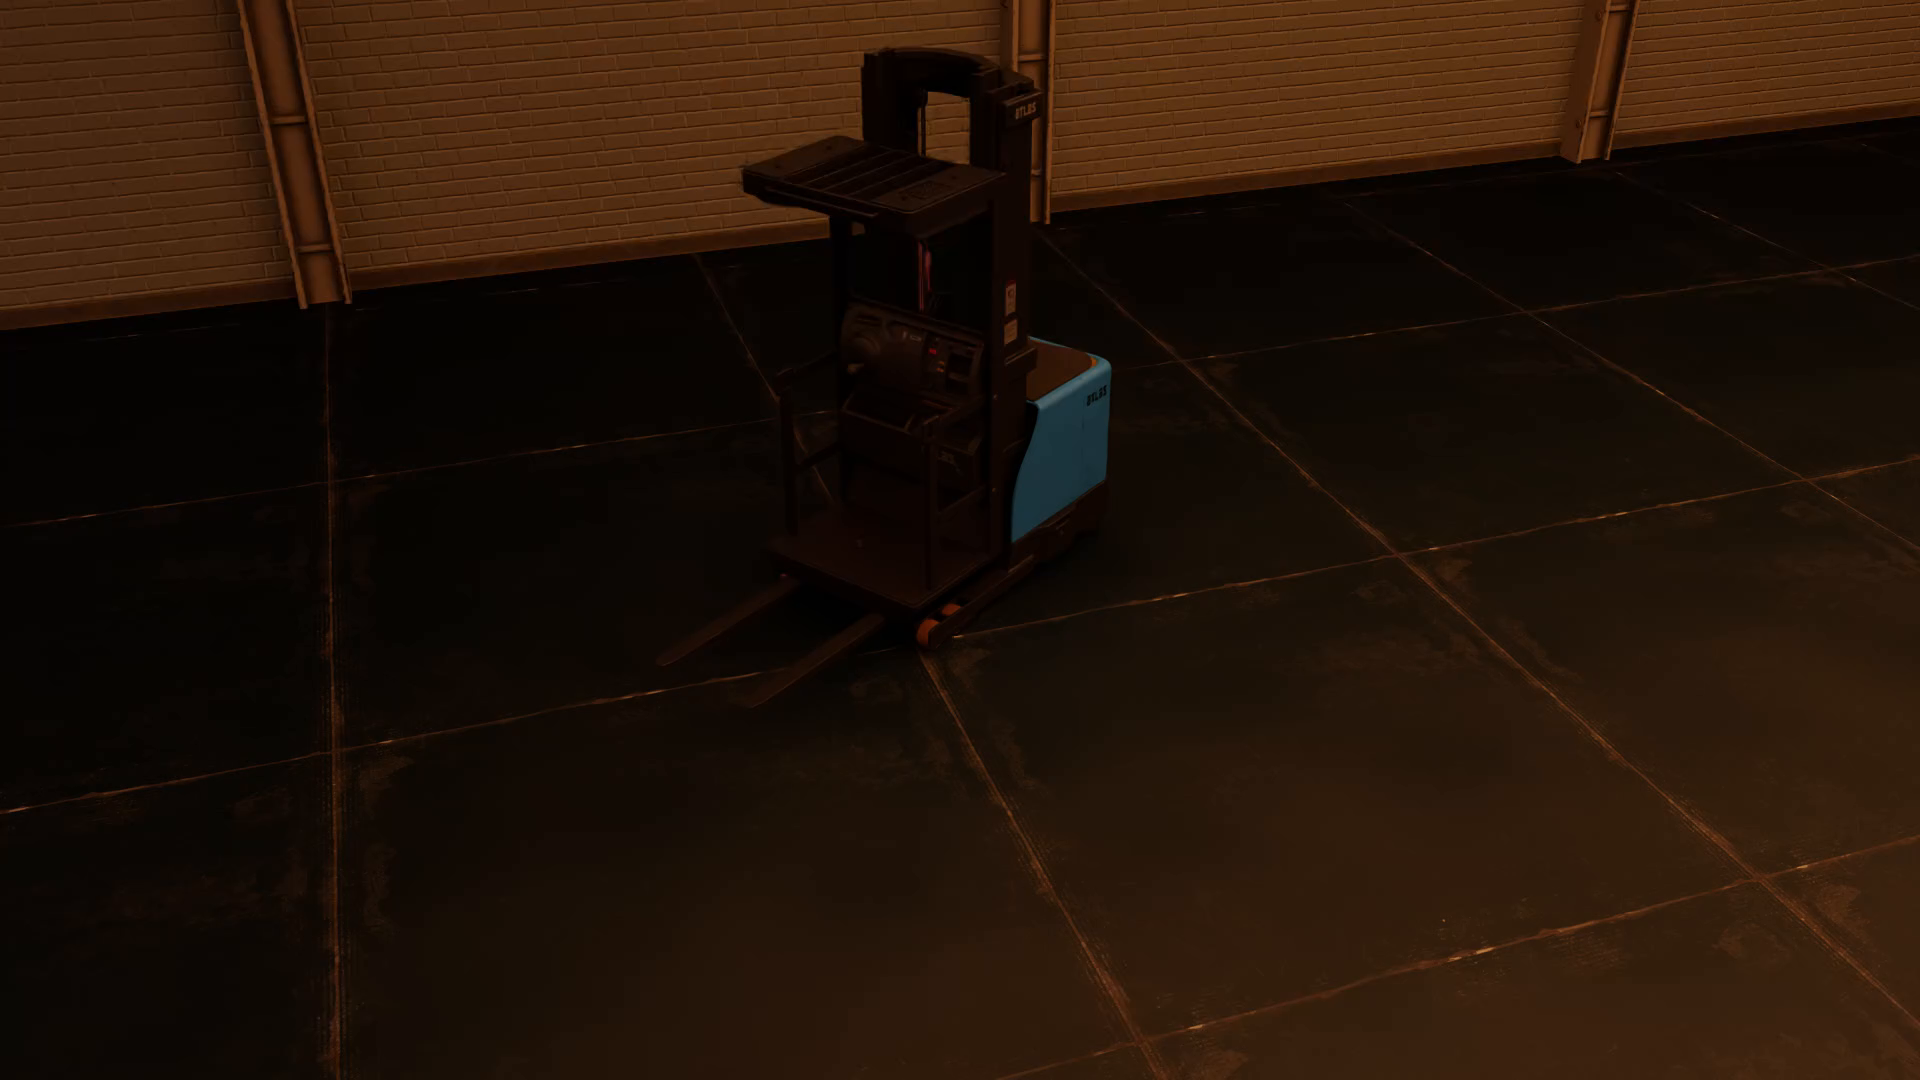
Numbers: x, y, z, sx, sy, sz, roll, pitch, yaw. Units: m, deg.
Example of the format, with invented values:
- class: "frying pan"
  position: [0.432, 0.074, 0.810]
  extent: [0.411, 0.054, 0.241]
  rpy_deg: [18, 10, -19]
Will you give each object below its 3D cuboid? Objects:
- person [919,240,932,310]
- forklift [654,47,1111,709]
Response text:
- class: "person"
  position: [-0.412, -1.534, 11.190]
  extent: [0.438, 1.552, 0.733]
  rpy_deg: [4, 30, 6]
- class: "forklift"
  position: [-0.387, -0.955, 8.746]
  extent: [1.130, 2.935, 3.031]
  rpy_deg: [21, 36, 31]
